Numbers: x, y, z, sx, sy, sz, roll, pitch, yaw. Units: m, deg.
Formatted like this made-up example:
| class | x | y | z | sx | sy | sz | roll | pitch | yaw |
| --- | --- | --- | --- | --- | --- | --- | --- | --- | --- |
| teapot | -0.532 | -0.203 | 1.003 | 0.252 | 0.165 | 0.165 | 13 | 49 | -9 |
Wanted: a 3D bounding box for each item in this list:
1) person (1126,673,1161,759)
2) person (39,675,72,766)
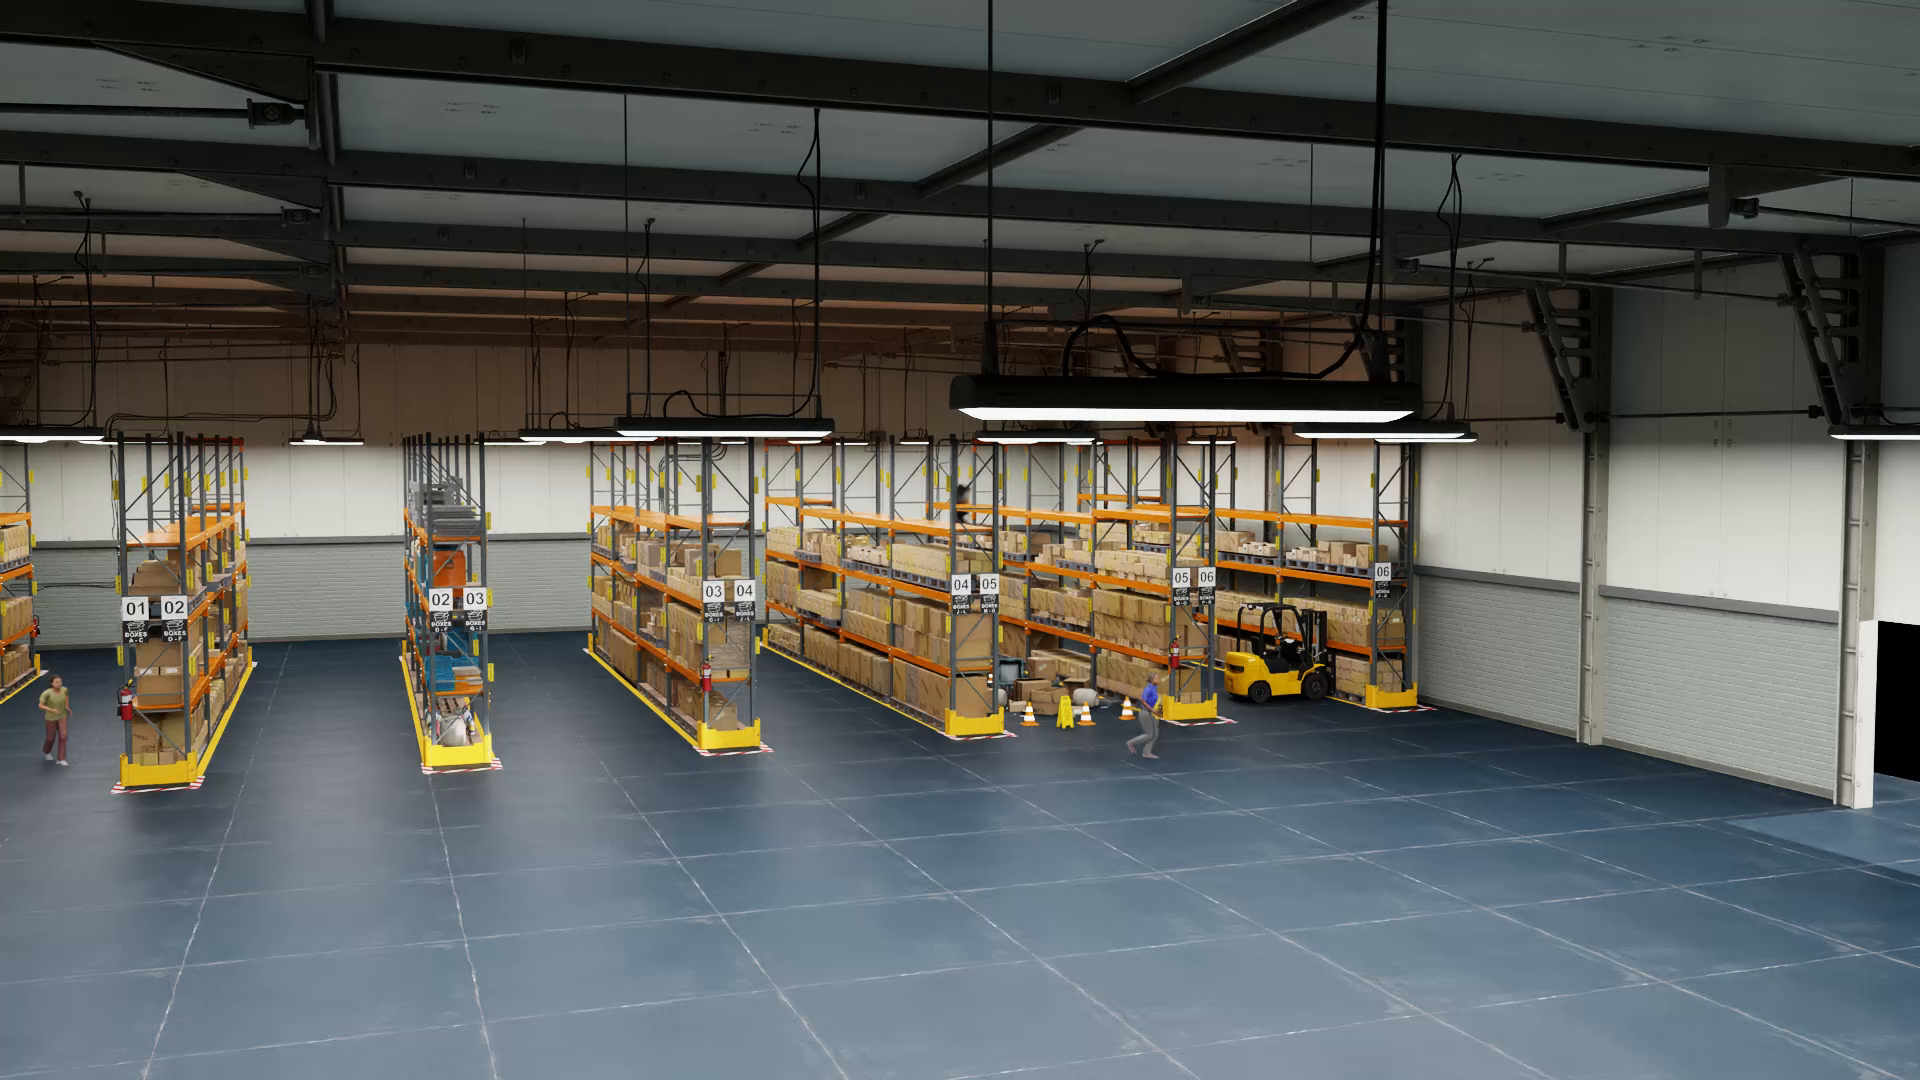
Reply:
| class | x | y | z | sx | sy | sz | roll | pitch | yaw |
| --- | --- | --- | --- | --- | --- | --- | --- | --- | --- |
| person | 3.405 | 3.236 | 30.675 | 0.643 | 1.603 | 0.554 | 1 | 3 | 20 |
| person | -16.380 | 3.238 | 30.061 | 0.565 | 1.636 | 0.906 | -3 | 4 | -44 |
